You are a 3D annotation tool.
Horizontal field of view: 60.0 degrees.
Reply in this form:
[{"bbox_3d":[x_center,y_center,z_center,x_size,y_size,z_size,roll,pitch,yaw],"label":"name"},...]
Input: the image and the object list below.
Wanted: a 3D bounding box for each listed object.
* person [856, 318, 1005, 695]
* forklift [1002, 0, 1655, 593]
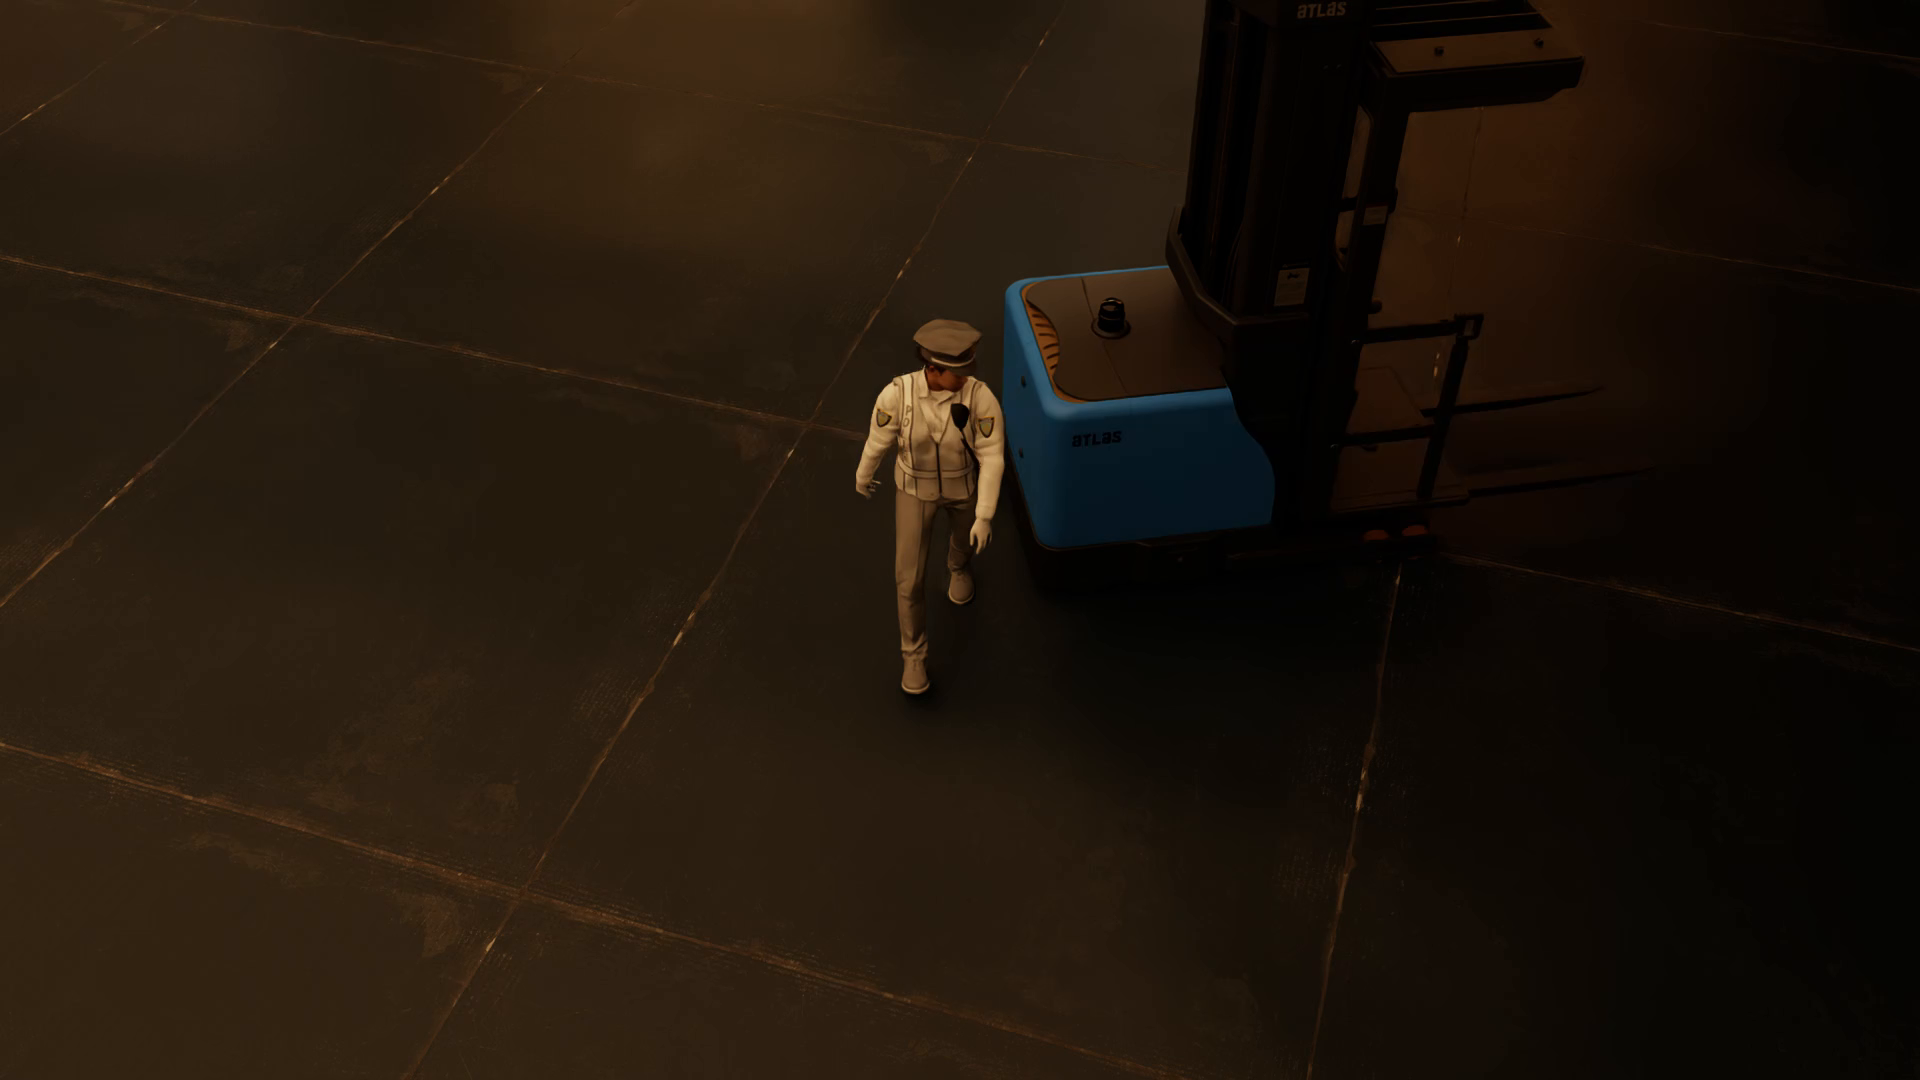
[{"bbox_3d":[-0.123,-0.167,6.850,0.605,1.602,0.893,-3,43,-3],"label":"person"},{"bbox_3d":[1.754,-1.311,7.098,3.031,2.935,1.130,-7,43,-7],"label":"forklift"}]
